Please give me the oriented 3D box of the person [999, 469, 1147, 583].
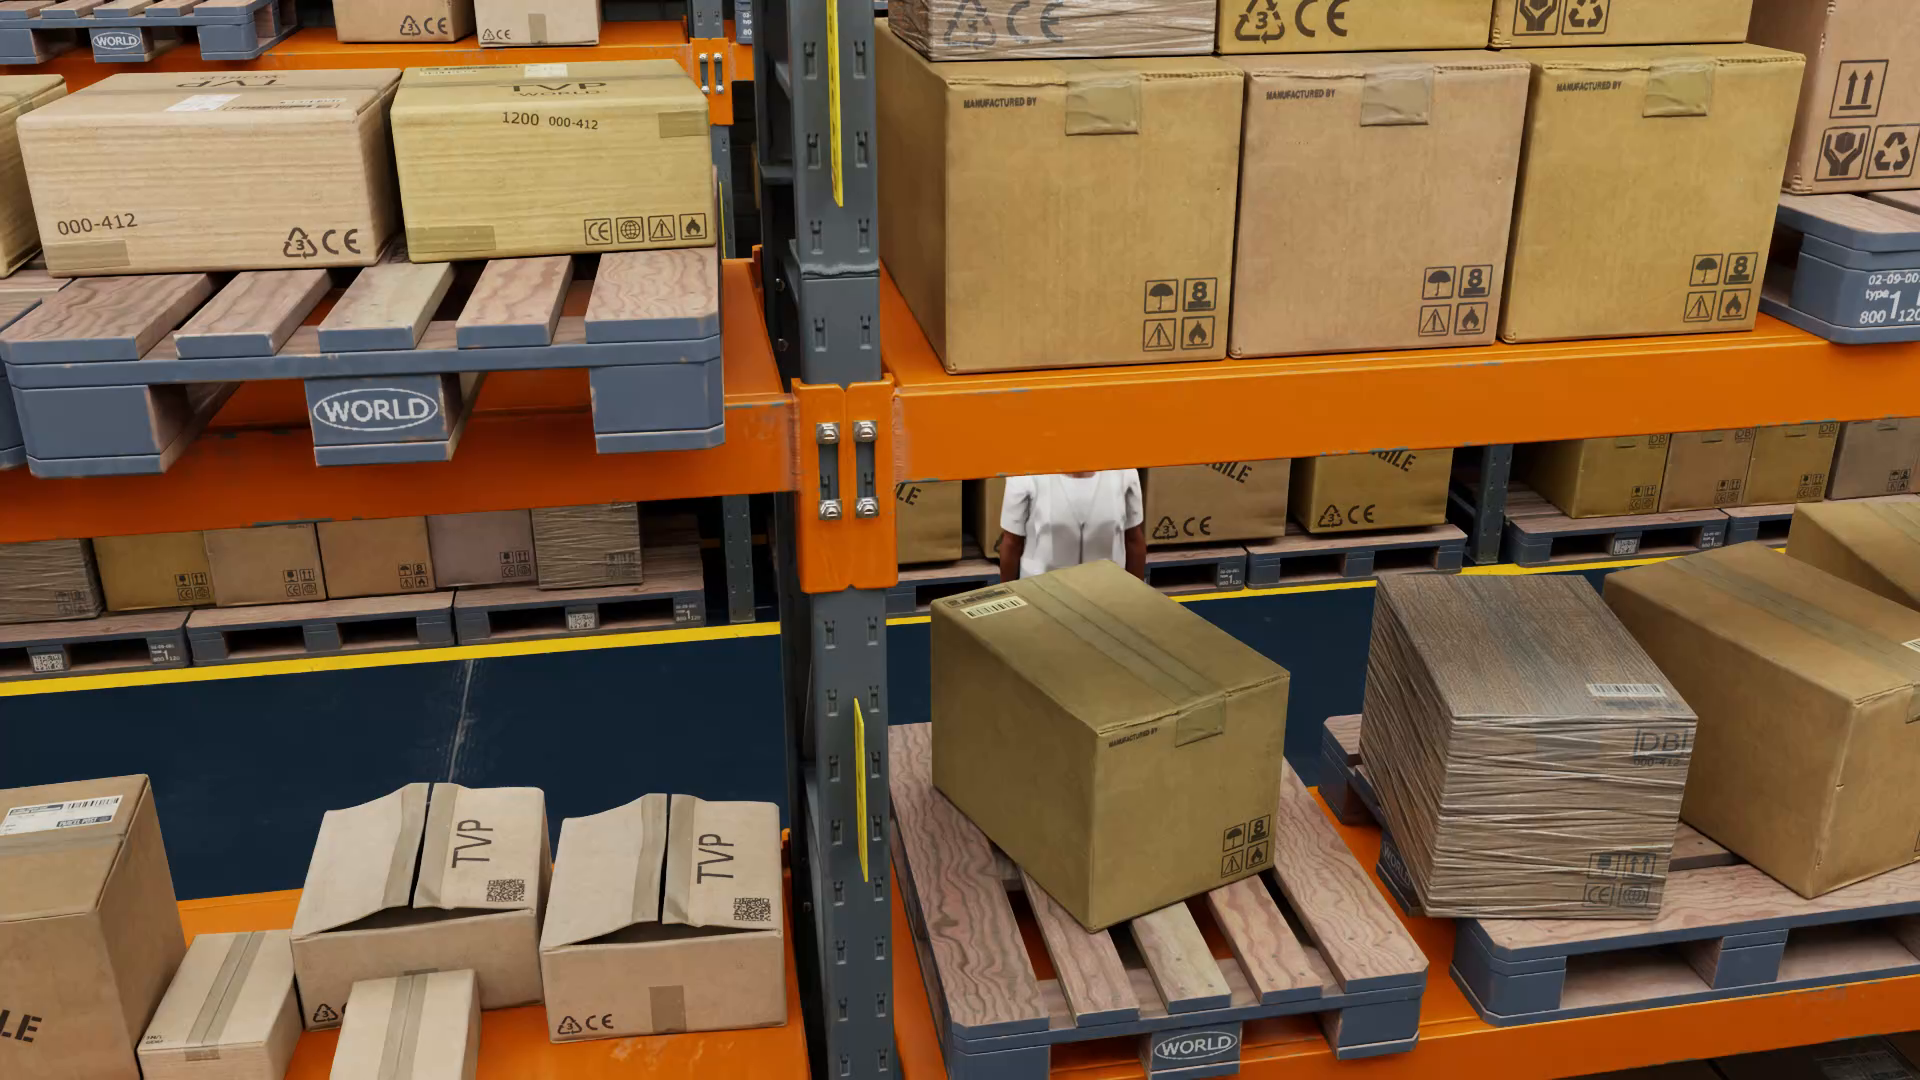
[{"bbox_3d":[0.448,0.260,6.495,0.575,1.805,0.409,-4,23,-9],"label":"person"}]
